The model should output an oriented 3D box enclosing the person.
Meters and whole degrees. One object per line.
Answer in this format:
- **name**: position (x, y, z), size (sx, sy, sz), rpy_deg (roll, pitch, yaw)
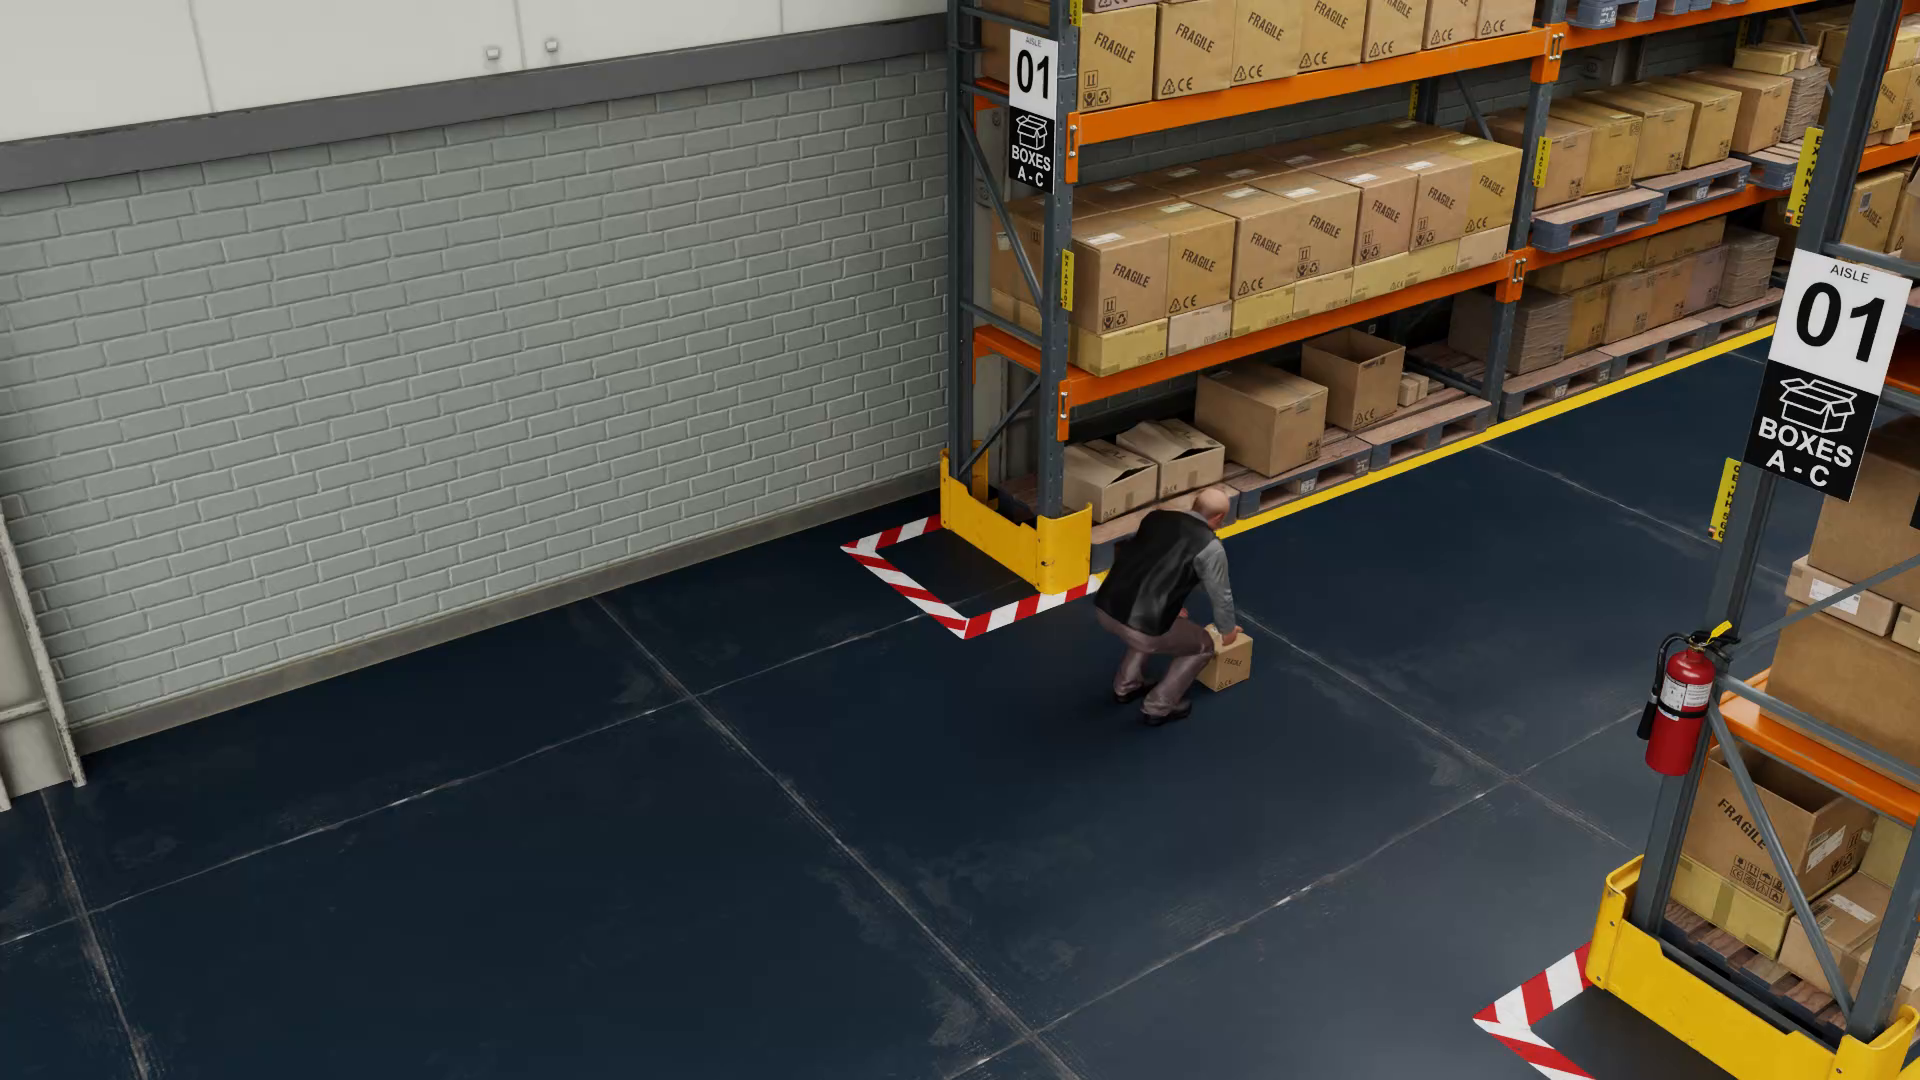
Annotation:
- **person**: position (1.060, 0.335, 8.646), size (0.823, 1.139, 0.568), rpy_deg (-19, 34, -31)
